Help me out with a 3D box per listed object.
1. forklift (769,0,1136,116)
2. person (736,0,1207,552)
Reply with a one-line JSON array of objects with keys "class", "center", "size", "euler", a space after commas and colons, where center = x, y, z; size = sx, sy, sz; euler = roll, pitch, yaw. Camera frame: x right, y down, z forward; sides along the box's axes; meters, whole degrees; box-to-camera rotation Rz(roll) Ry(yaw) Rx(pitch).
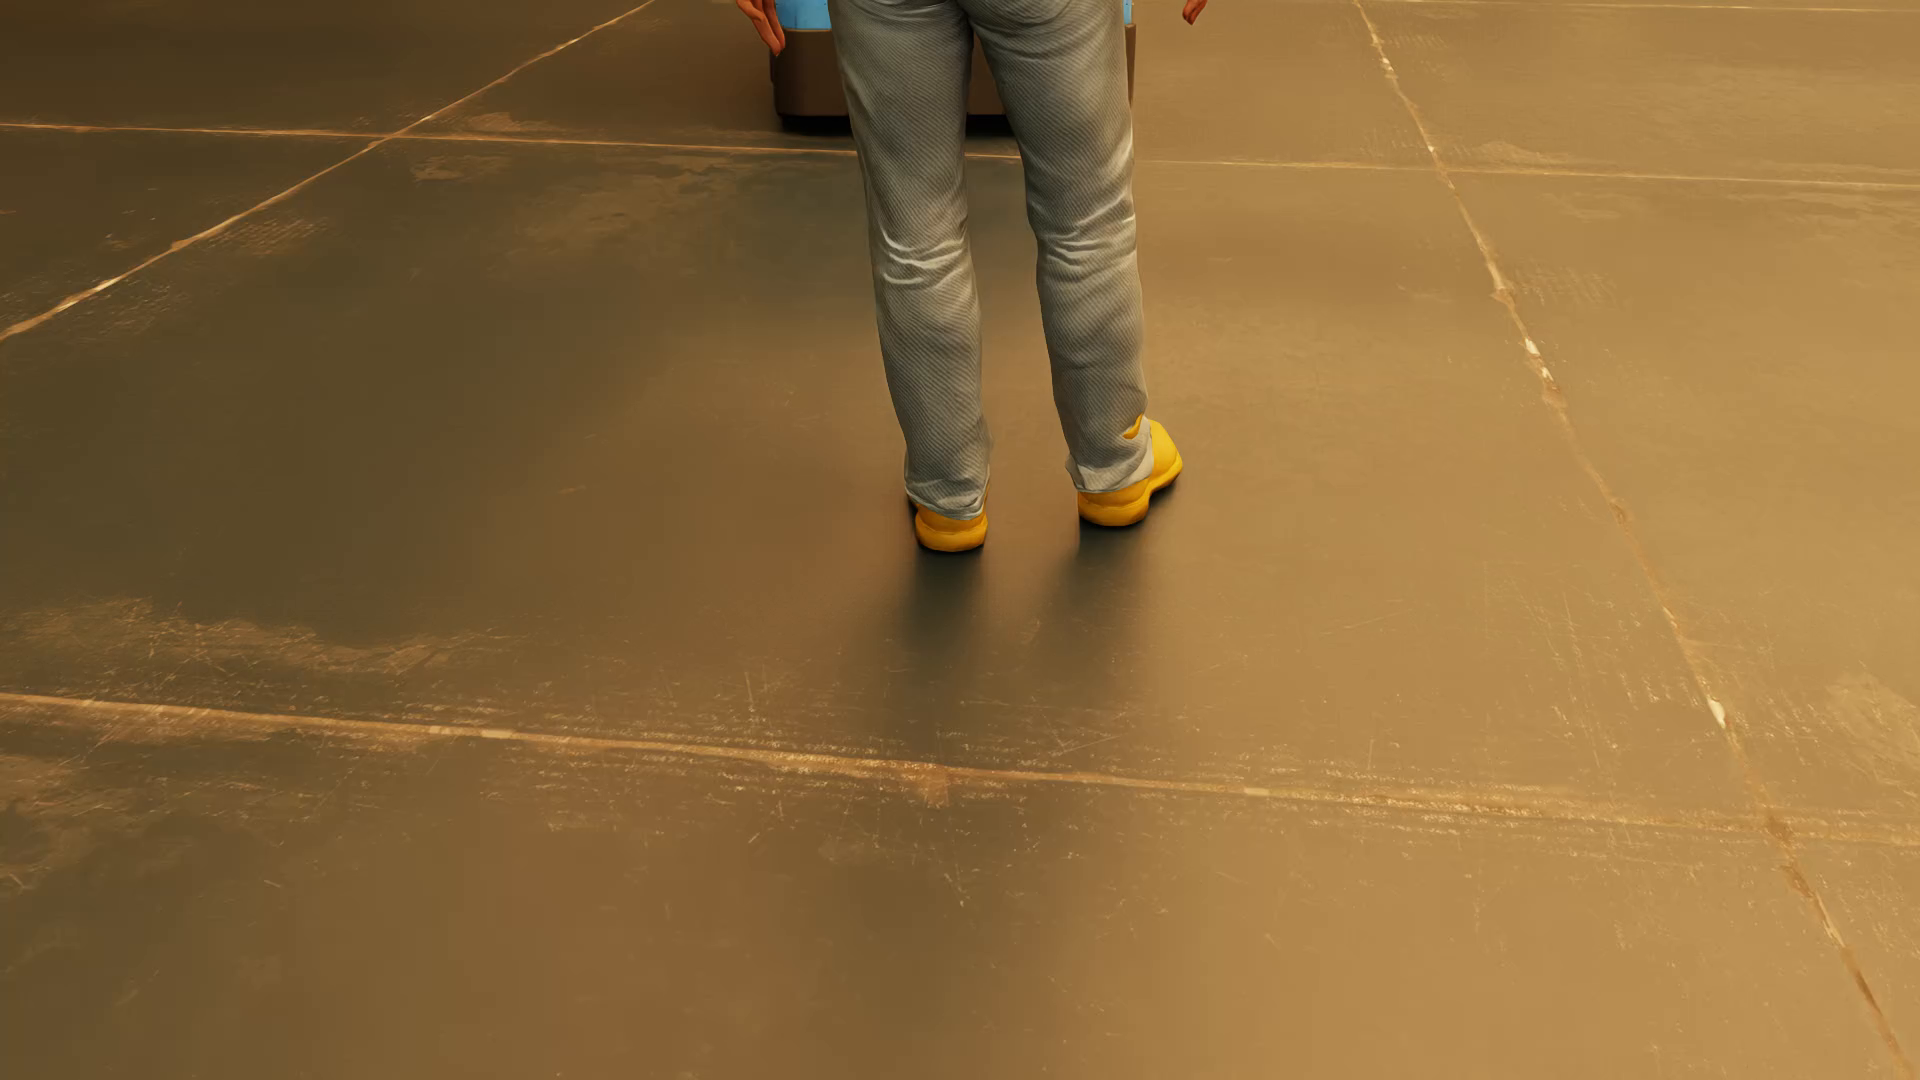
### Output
[{"class": "forklift", "center": [-0.065, -3.147, 5.524], "size": [1.130, 2.935, 3.031], "euler": [-1, 27, -2]}, {"class": "person", "center": [0.015, -0.827, 2.163], "size": [0.665, 1.765, 0.577], "euler": [3, 27, 7]}]
